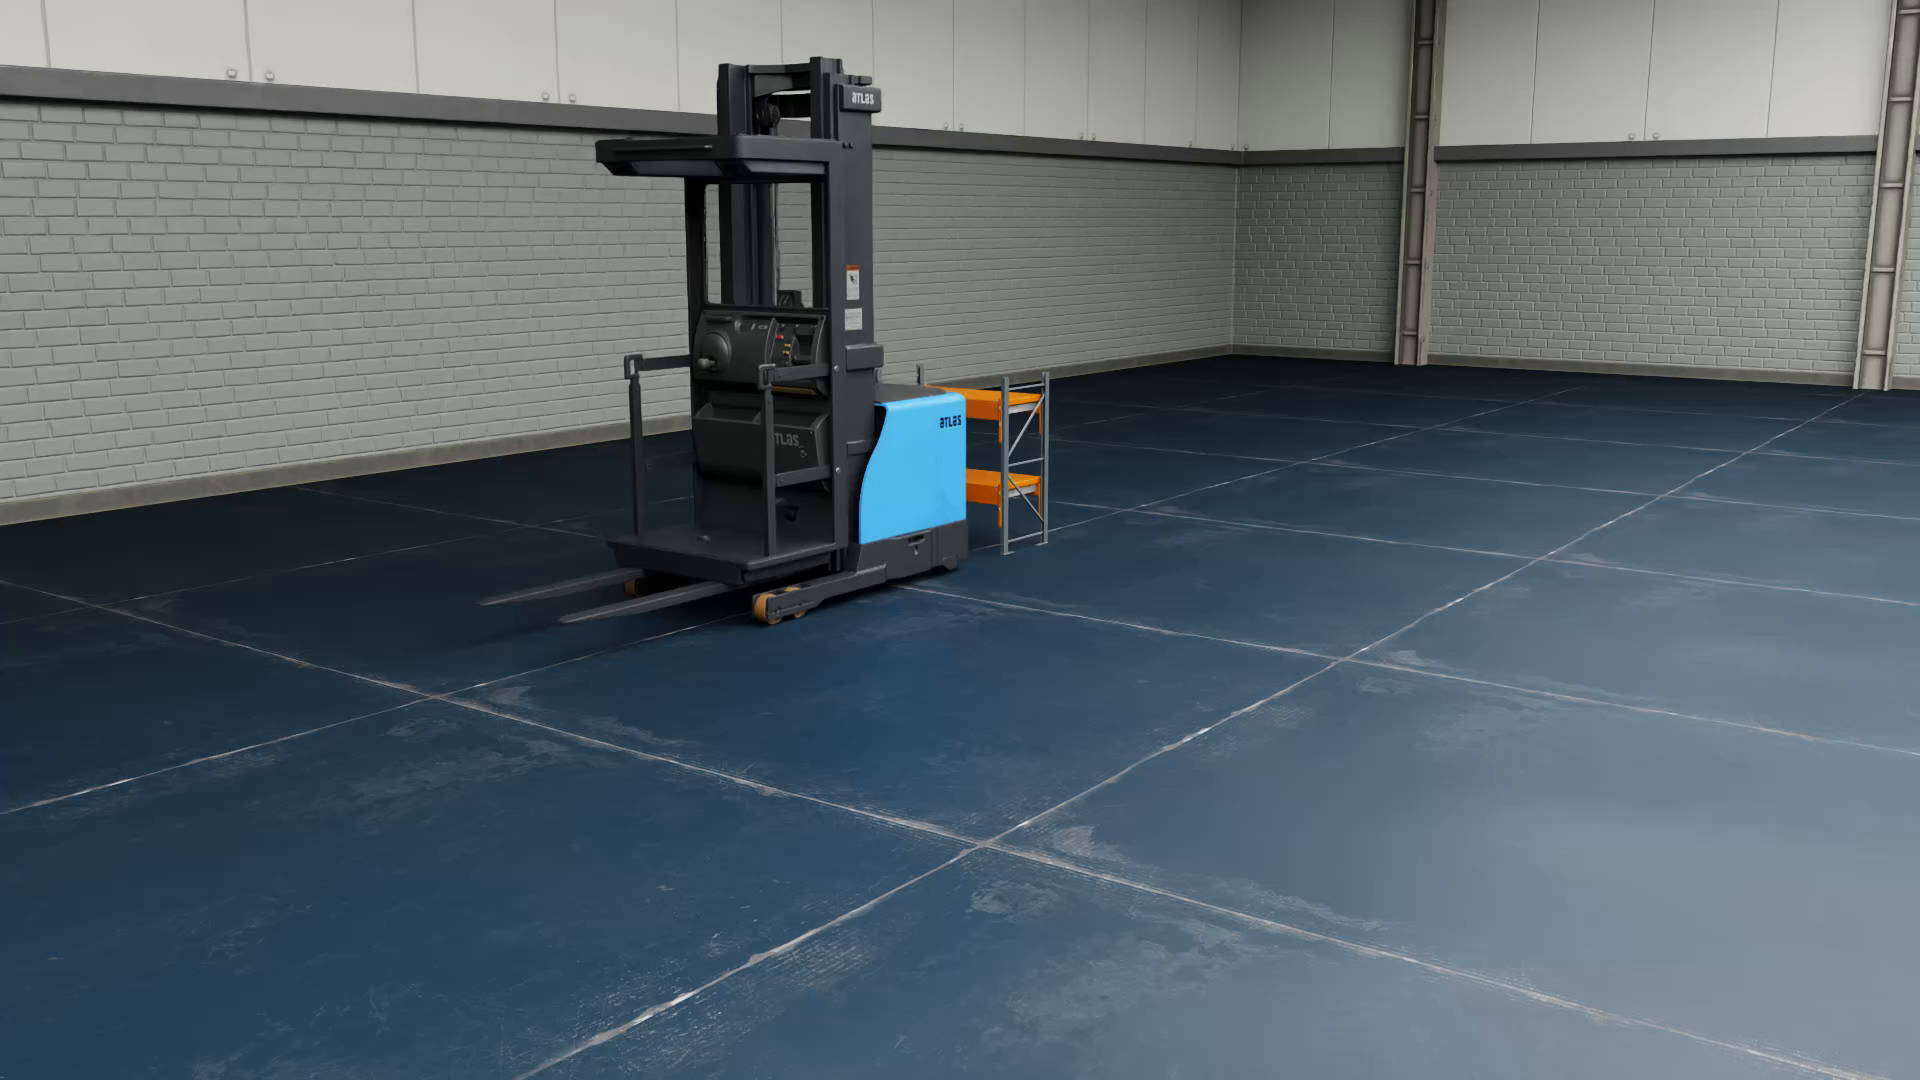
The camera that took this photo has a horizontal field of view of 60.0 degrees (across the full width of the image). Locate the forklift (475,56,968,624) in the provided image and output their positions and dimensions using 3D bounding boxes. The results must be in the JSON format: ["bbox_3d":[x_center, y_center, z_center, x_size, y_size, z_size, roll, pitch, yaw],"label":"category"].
[{"bbox_3d":[-1.232,-1.099,8.994,1.130,2.935,3.031,8,14,36],"label":"forklift"}]

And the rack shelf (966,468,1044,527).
[{"bbox_3d":[0.005,-0.311,10.965,1.000,0.278,0.538,8,13,36],"label":"rack shelf"}]

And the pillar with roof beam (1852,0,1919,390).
[{"bbox_3d":[8.884,-5.658,16.583,0.400,9.000,9.100,8,13,36],"label":"pillar with roof beam"}]

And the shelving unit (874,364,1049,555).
[{"bbox_3d":[0.005,-0.552,10.919,1.048,1.125,0.538,8,13,36],"label":"shelving unit"}]

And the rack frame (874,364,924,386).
[{"bbox_3d":[-0.404,-0.609,11.214,0.032,1.125,0.500,8,13,36],"label":"rack frame"}]

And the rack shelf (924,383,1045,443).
[{"bbox_3d":[0.005,-0.839,10.863,1.000,0.278,0.538,8,13,36],"label":"rack shelf"}]

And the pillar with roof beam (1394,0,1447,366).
[{"bbox_3d":[4.048,-6.332,20.069,0.400,9.000,9.100,8,13,36],"label":"pillar with roof beam"}]

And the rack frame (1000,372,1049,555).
[{"bbox_3d":[0.415,-0.494,10.624,0.032,1.125,0.500,8,13,36],"label":"rack frame"}]
